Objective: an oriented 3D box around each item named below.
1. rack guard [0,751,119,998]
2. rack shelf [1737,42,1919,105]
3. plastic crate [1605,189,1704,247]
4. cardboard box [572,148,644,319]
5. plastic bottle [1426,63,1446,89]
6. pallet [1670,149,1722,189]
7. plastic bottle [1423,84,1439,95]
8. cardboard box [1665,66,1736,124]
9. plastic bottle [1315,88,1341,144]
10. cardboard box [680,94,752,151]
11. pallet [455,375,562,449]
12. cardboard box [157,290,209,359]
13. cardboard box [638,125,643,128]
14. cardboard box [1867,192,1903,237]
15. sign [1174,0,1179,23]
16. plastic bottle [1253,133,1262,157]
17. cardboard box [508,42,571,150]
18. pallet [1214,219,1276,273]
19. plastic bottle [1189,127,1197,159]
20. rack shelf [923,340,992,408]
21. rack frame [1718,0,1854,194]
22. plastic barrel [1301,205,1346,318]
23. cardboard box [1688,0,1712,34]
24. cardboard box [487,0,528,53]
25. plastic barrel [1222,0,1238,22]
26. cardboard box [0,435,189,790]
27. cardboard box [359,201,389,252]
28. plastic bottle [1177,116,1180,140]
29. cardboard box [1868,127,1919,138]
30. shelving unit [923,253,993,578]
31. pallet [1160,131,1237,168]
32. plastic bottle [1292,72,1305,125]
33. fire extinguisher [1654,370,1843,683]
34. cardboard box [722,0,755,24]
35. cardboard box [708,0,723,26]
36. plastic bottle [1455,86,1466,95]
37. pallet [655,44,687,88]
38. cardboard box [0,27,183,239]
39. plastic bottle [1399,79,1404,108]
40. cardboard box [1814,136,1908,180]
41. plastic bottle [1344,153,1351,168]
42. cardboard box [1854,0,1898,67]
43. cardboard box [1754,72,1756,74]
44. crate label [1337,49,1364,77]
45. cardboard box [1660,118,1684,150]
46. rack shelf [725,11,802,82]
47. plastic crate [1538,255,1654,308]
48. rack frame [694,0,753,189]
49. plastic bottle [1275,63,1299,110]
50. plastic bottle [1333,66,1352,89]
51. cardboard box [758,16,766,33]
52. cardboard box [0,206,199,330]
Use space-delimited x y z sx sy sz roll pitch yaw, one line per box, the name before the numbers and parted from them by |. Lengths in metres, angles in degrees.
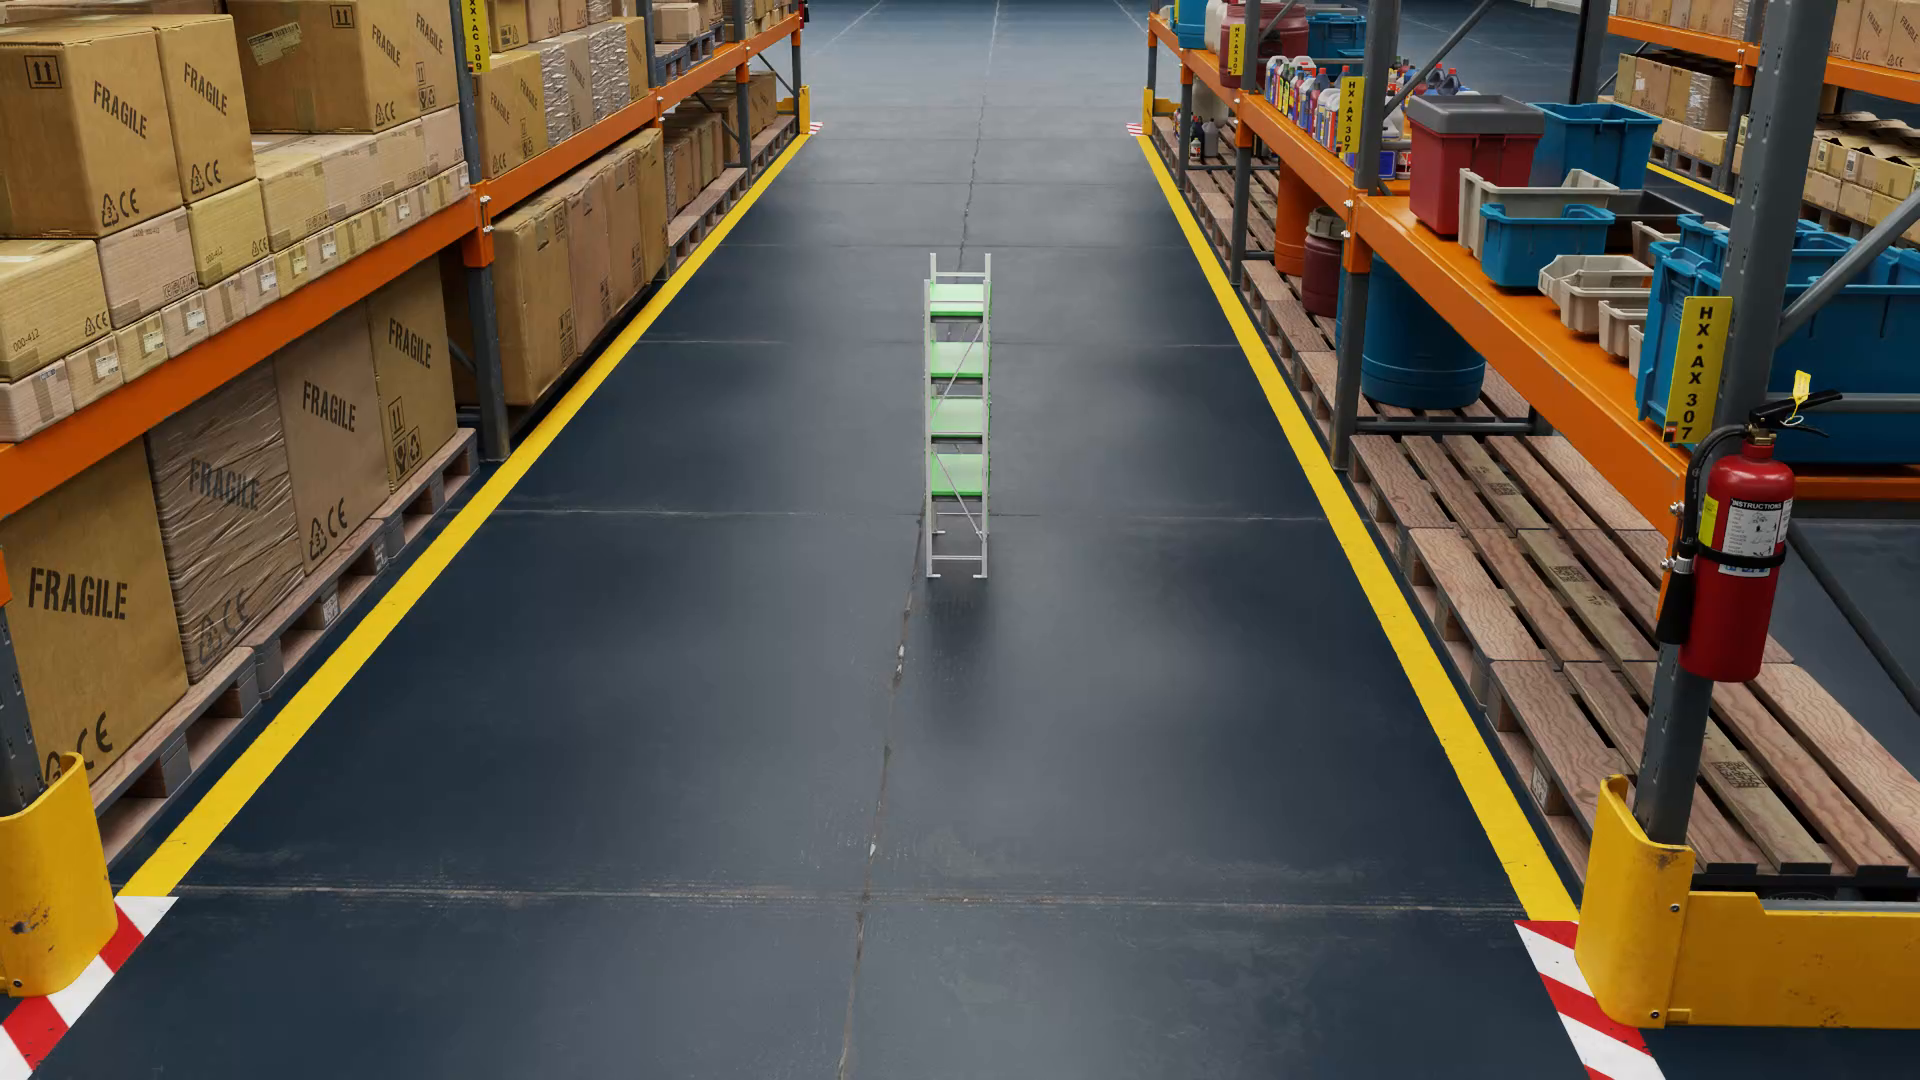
rack guard | -2.806 0.830 4.198 1.175 0.500 0.348 1 21 2
rack shelf | 7.401 -3.514 12.932 1.077 0.370 4.000 1 21 2
plastic crate | 2.502 -1.228 6.343 0.437 0.125 0.590 1 21 2
cardboard box | -2.638 -1.870 10.058 1.225 0.875 0.875 1 21 2
plastic bottle | 2.722 -2.537 9.490 0.144 0.351 0.185 1 21 2
pallet | 7.528 -3.559 15.910 1.003 0.211 1.213 1 21 2
plastic bottle | 2.590 -2.371 9.170 0.097 0.271 0.097 0 21 0
cardboard box | 7.295 -4.367 16.322 0.500 0.500 0.500 1 21 2
plastic bottle | 1.994 -2.271 8.906 0.152 0.276 0.135 1 21 2
cardboard box | -2.378 -4.064 16.232 0.500 0.500 0.500 8 22 19
pallet | -2.735 -0.770 8.721 1.003 0.211 1.213 1 21 2
cardboard box | -2.444 -0.631 4.856 0.380 0.149 0.250 0 21 1
cardboard box | -2.571 -2.868 12.085 0.500 0.250 0.500 1 21 4
cardboard box | 7.124 -2.419 12.337 0.500 0.250 0.500 0 21 1
sign | 1.961 -4.767 14.786 0.100 0.325 0.005 1 21 2
plastic bottle | 2.834 -3.795 15.811 0.061 0.283 0.133 1 21 2
cardboard box | -2.390 -2.363 8.834 0.500 0.500 0.500 0 21 0
pallet | 2.451 -2.161 12.308 1.003 0.211 1.213 1 21 2
plastic bottle | 2.195 -3.744 15.679 0.061 0.283 0.133 2 21 4
rack shelf | -0.005 -0.664 6.594 0.258 0.148 0.480 1 21 2
rack frame | 7.461 -4.572 14.666 1.000 3.000 0.127 1 21 2
plastic barrel | 2.357 -1.668 9.934 0.600 0.588 0.708 1 21 2
cardboard box | 7.497 -5.151 16.020 0.700 0.500 0.500 1 21 2
cardboard box | -2.640 -2.783 8.530 0.797 0.503 0.637 1 21 2
plastic barrel | 2.227 -3.926 12.813 0.433 0.535 0.433 0 21 0
cardboard box | -2.866 0.219 4.675 0.875 0.875 0.875 1 21 2
cardboard box | -2.396 -1.187 6.288 0.380 0.149 0.250 1 21 3
plastic bottle | 2.252 -4.195 16.858 0.097 0.271 0.097 0 21 0
cardboard box | 7.709 -3.229 13.650 0.500 0.311 0.500 1 21 1
shelving unit | -0.005 -0.500 6.658 0.258 1.200 0.503 1 21 2
pallet | 2.607 -4.013 17.079 1.003 0.211 1.213 1 21 2
plastic bottle | 1.972 -2.557 9.634 0.061 0.283 0.133 1 21 2
fire extinguisher | 1.687 -0.030 3.581 0.296 0.674 0.183 1 21 2
cardboard box | -2.365 -5.030 15.296 0.875 0.500 0.500 1 21 2
cardboard box | -2.604 -4.872 14.029 1.000 1.000 1.000 1 21 2
plastic bottle | 2.731 -2.334 9.076 0.097 0.271 0.097 0 21 0
pallet | -2.647 -3.406 11.925 1.213 0.211 1.003 1 21 2
cardboard box | -2.505 -1.113 4.511 0.500 0.500 0.500 0 21 0
plastic bottle | 2.771 -2.778 10.316 0.097 0.201 0.097 0 21 0
cardboard box | 7.154 -3.045 13.175 0.500 0.311 0.500 1 21 3
plastic bottle | 1.967 -1.956 8.094 0.152 0.276 0.135 1 21 2
cardboard box | 7.391 -3.970 12.975 0.500 0.500 0.500 1 21 2
cardboard box | 7.796 -4.181 15.841 0.500 0.500 0.500 1 21 2
crate label | 2.776 -3.252 11.495 0.303 0.233 0.416 1 21 2
cardboard box | 7.283 -4.018 16.458 0.500 0.250 0.500 1 21 2
rack shelf | -2.379 -5.070 16.944 1.077 0.370 4.000 1 21 2
plastic crate | 1.987 -0.804 5.236 0.298 0.136 0.250 1 21 2
rack frame | -2.440 -4.682 14.950 1.000 3.000 0.127 1 21 2
plastic bottle | 2.039 -2.804 10.280 0.152 0.276 0.135 1 21 2
plastic bottle | 2.158 -2.494 9.377 0.144 0.351 0.185 1 21 2
cardboard box | -2.086 -5.001 16.119 0.380 0.149 0.250 1 21 2
cardboard box | -2.511 -0.771 4.666 0.500 0.250 0.500 0 21 1
